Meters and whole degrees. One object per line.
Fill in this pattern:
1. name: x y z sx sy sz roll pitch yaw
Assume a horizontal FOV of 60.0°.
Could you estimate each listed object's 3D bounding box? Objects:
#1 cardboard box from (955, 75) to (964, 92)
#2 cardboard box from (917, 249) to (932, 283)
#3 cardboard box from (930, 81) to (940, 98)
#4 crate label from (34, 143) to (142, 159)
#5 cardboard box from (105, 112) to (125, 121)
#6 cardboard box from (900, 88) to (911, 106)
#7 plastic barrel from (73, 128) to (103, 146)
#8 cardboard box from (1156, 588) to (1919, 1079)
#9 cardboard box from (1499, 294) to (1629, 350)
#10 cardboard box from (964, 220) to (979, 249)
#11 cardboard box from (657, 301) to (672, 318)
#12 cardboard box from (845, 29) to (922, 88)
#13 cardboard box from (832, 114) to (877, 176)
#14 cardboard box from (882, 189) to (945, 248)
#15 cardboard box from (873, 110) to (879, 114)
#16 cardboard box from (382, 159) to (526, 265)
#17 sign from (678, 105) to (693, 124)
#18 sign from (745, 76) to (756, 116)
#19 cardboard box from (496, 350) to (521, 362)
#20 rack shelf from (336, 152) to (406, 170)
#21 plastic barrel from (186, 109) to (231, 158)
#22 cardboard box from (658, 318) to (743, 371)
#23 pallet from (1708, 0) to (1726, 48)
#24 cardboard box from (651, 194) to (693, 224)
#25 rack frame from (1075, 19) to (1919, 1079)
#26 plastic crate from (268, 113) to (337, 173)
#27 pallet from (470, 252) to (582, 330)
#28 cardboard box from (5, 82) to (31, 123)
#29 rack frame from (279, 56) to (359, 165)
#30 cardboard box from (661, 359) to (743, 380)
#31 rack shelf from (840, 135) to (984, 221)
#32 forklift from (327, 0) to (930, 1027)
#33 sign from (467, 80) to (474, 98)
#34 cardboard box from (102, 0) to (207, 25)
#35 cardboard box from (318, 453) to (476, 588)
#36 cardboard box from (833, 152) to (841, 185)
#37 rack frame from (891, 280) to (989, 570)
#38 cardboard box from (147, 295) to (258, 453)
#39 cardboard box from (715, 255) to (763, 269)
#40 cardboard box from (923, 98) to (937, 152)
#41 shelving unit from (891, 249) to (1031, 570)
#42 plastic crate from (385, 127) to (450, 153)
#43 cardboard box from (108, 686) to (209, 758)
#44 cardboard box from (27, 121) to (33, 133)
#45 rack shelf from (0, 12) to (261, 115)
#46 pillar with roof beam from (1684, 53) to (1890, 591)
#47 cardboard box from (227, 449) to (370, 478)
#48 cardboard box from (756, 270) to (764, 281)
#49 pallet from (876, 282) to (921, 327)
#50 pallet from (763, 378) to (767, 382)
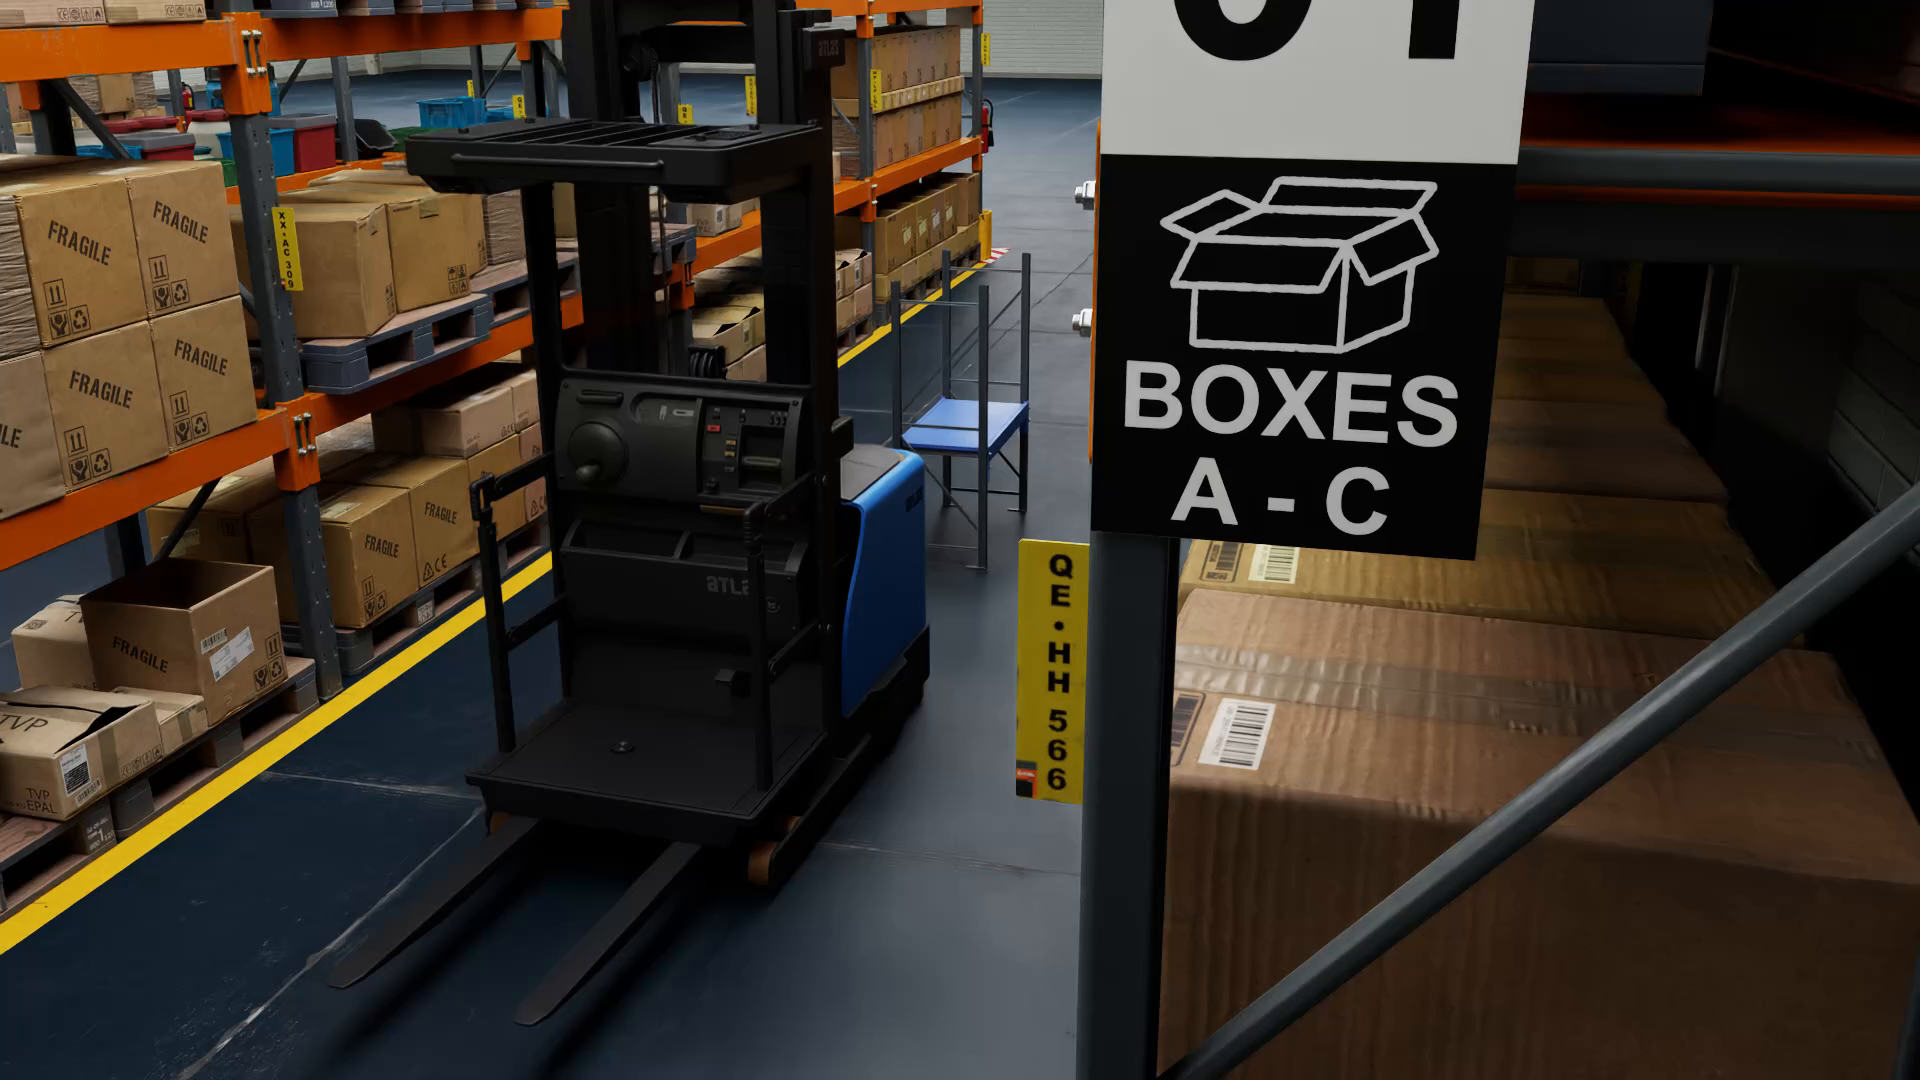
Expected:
1. cardboard box: -0.165 -4.760 17.326 0.380 0.149 0.250 4 19 12
2. cardboard box: -0.572 -2.619 15.818 0.500 0.250 0.500 5 19 13
3. cardboard box: -0.418 -4.437 16.379 0.380 0.149 0.250 5 20 15
4. crate label: -6.509 -2.733 12.492 0.502 0.435 0.616 5 19 13
5. cardboard box: -9.880 -4.862 19.170 0.380 0.149 0.250 5 19 13
6. cardboard box: -0.670 -4.115 15.435 0.380 0.149 0.250 4 19 12
7. plastic barrel: -6.867 -2.950 13.011 0.421 0.512 0.421 0 19 0
8. cardboard box: 0.753 0.562 2.439 0.980 0.700 0.700 6 20 16
9. cardboard box: 1.467 -0.363 5.145 0.980 0.700 0.700 5 19 14
10. cardboard box: -0.101 -3.247 17.657 0.500 0.250 0.500 5 19 13
11. cardboard box: -2.202 -1.543 11.802 0.500 0.311 0.500 4 19 13
12. cardboard box: -0.764 -4.560 15.735 0.700 0.500 0.500 5 19 13
13. cardboard box: -1.132 -3.474 14.563 0.700 0.500 0.500 4 19 12
14. cardboard box: -0.453 -3.130 16.156 0.500 0.500 0.500 5 19 13
15. cardboard box: -0.919 -3.789 14.482 0.380 0.149 0.250 5 19 14
16. cardboard box: -2.665 -1.802 9.017 0.700 0.500 0.500 9 21 24
17. sign: -1.683 -2.504 10.209 0.100 0.325 0.005 5 19 13
18. sign: -1.773 -3.778 14.145 0.100 0.325 0.005 5 19 13
19. cardboard box: -2.600 -0.939 10.481 0.500 0.500 0.500 6 20 16
20. rack shelf: -5.548 -3.966 17.271 1.077 0.370 4.000 5 19 13
21. plastic barrel: -6.483 -3.461 14.470 0.433 0.535 0.433 0 19 0
22. cardboard box: -1.799 -1.337 11.199 0.500 0.311 0.500 5 20 15
23. pallet: 1.106 -1.130 3.353 1.003 0.211 1.213 5 19 13
24. cardboard box: -2.080 -2.102 10.838 0.500 0.311 0.500 6 20 17
25. rack frame: 0.635 0.864 2.018 0.949 2.616 0.053 5 19 13
26. plastic crate: -5.858 -3.534 14.794 0.402 0.464 0.583 5 19 13
27. pallet: -2.682 -1.333 8.745 1.003 0.211 1.213 5 19 13
28. cardboard box: -10.489 -4.713 17.732 0.875 0.500 0.500 5 19 13
29. rack frame: -6.036 -3.679 15.319 1.000 3.000 0.127 5 19 13
30. cardboard box: -1.799 -1.072 11.289 0.500 0.250 0.500 5 19 13
31. rack shelf: -0.745 -3.574 16.122 1.077 0.370 4.000 5 19 13
32. forklift: -1.053 -0.337 5.640 1.130 2.935 3.031 6 20 16
33. sign: -5.591 -5.109 19.076 0.100 0.325 0.005 5 19 13
34. cardboard box: -3.050 -1.955 5.861 0.500 0.250 0.500 5 19 13
35. cardboard box: -2.715 -0.105 8.042 0.500 0.500 0.500 5 19 14
36. cardboard box: -1.312 -3.058 13.733 0.500 0.250 0.500 6 20 17
37. rack frame: -0.103 -0.577 8.557 0.500 1.500 0.032 5 19 13
38. cardboard box: -3.062 -0.650 6.295 0.500 0.500 0.500 5 19 14
39. cardboard box: -1.704 -2.184 13.677 0.500 0.311 0.500 4 19 13
40. cardboard box: -0.634 -4.123 16.462 0.700 0.500 0.500 5 19 14
41. shelving unit: 0.021 -0.736 9.023 0.538 1.500 1.048 5 19 13
42. plastic crate: -5.431 -3.982 16.534 0.450 0.188 0.662 5 19 13
43. cardboard box: -3.086 0.684 6.273 0.380 0.149 0.250 5 19 13
44. cardboard box: -10.141 -4.467 18.012 0.380 0.149 0.250 5 19 13
45. rack shelf: -3.677 -1.232 4.626 1.077 0.370 4.000 5 19 13
46. pillar with roof beam: -1.891 -3.281 4.871 9.100 9.000 0.400 5 19 13
47. cardboard box: -3.217 -0.137 8.133 0.500 0.500 0.500 5 19 14
48. cardboard box: -1.300 -1.981 13.082 0.500 0.311 0.500 5 19 13
49. pallet: -0.999 -2.214 15.341 1.003 0.211 1.213 5 19 13
50. pallet: -1.972 -0.969 11.697 1.003 0.211 1.213 5 19 13
